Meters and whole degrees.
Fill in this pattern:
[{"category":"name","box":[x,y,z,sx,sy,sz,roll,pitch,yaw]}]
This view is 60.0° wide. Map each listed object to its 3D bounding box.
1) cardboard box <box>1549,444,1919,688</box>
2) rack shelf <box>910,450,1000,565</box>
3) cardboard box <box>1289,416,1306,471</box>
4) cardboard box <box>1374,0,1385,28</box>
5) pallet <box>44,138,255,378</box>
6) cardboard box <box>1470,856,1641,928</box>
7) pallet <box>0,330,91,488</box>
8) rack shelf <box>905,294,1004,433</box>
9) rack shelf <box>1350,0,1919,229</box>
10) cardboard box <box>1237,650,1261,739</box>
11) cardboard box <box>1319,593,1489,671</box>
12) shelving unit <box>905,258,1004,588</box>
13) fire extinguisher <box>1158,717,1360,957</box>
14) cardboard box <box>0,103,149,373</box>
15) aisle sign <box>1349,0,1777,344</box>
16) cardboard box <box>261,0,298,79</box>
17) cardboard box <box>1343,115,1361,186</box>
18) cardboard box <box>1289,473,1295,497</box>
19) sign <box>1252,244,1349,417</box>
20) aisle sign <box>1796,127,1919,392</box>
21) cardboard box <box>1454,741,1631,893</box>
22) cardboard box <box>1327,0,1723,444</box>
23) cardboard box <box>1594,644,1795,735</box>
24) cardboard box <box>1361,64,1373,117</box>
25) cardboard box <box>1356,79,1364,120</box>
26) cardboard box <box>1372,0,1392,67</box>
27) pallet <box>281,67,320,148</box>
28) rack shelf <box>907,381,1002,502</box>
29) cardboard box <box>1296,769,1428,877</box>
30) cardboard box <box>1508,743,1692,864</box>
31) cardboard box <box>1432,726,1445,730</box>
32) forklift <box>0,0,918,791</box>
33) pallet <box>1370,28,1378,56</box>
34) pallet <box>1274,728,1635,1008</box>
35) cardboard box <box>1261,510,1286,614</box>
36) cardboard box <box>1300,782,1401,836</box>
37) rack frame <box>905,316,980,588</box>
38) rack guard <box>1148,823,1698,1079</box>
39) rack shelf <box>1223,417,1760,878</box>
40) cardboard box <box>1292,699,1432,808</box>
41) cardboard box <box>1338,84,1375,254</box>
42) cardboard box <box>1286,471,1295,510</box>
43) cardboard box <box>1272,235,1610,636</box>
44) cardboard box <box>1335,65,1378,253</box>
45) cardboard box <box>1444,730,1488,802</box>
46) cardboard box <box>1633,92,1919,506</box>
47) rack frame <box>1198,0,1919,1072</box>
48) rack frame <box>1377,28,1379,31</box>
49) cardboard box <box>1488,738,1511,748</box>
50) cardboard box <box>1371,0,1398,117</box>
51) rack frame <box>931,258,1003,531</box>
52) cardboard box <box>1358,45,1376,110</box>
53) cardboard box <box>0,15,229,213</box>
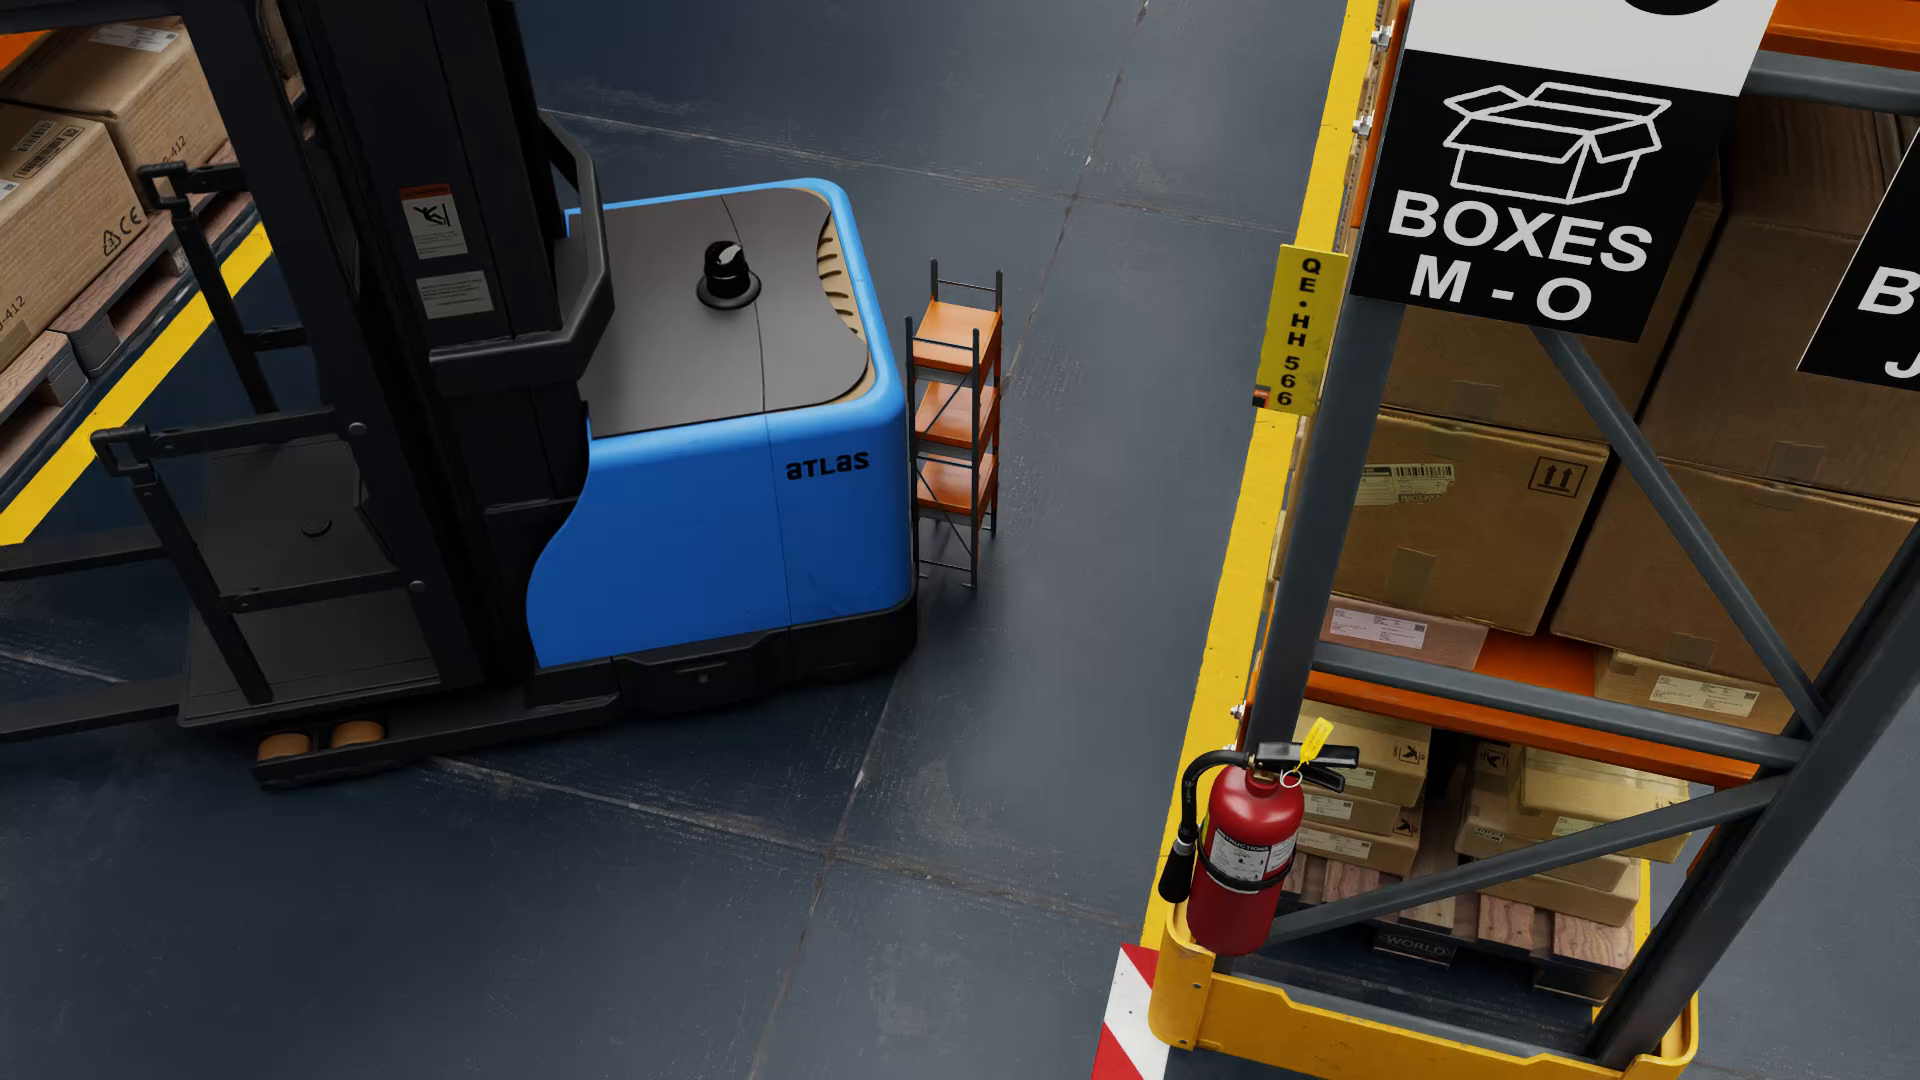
[{"category":"cardboard box","box":[1.432,-0.104,3.076,0.500,0.500,0.500,14,50,12]},{"category":"rack shelf","box":[-0.014,-0.118,5.039,0.215,0.259,0.240,12,50,10]},{"category":"cardboard box","box":[1.156,-0.291,4.731,0.380,0.149,0.250,13,50,11]},{"category":"cardboard box","box":[1.436,-1.702,4.487,0.500,0.500,0.500,11,49,9]},{"category":"pallet","box":[-3.297,-1.157,6.130,1.003,0.211,1.213,12,50,10]},{"category":"cardboard box","box":[1.494,0.786,4.177,0.380,0.149,0.250,12,50,11]},{"category":"pallet","box":[-3.620,-0.277,5.354,1.003,0.211,1.213,12,50,10]},{"category":"rack shelf","box":[-0.014,-0.489,4.617,0.215,0.259,0.240,12,50,10]},{"category":"rack shelf","box":[1.574,-1.904,3.409,1.077,0.370,4.000,12,50,10]},{"category":"cardboard box","box":[0.955,0.474,4.452,0.380,0.149,0.250,13,50,11]},{"category":"cardboard box","box":[0.860,0.089,3.338,0.380,0.149,0.250,12,50,10]},{"category":"shelving unit","box":[-0.014,-0.309,4.822,0.215,1.050,0.252,12,50,10]},{"category":"fire extinguisher","box":[0.536,0.538,3.075,0.296,0.674,0.183,12,50,10]},{"category":"cardboard box","box":[-3.445,-1.058,5.612,0.875,0.438,0.875,13,50,11]},{"category":"aisle sign","box":[0.739,-0.569,2.018,0.394,0.787,0.004,12,50,10]},{"category":"cardboard box","box":[-2.971,-2.358,6.759,0.875,0.438,0.875,11,49,9]},{"category":"cardboard box","box":[1.624,-1.399,6.105,0.380,0.149,0.250,13,50,11]},{"category":"cardboard box","box":[1.170,-0.188,4.838,0.380,0.149,0.250,12,50,11]},{"category":"sign","box":[0.517,-0.314,2.544,0.100,0.325,0.005,12,50,10]},{"category":"aisle sign","box":[1.317,-0.451,1.913,0.394,0.787,0.004,12,50,10]},{"category":"cardboard box","box":[1.433,0.675,4.076,0.380,0.149,0.250,13,50,12]},{"category":"cardboard box","box":[0.928,-0.545,2.798,0.500,0.500,0.500,11,49,9]},{"category":"cardboard box","box":[1.449,0.211,3.231,0.380,0.149,0.250,11,50,10]},{"category":"cardboard box","box":[1.323,-1.309,4.139,0.500,0.500,0.500,14,50,12]},{"category":"cardboard box","box":[1.694,-1.591,6.275,0.380,0.149,0.250,10,49,8]},{"category":"cardboard box","box":[1.189,-1.289,3.455,0.500,0.500,0.500,14,50,12]},{"category":"pallet","box":[-2.978,-2.042,6.912,1.003,0.211,1.213,12,50,10]},{"category":"rack shelf","box":[-0.014,-0.302,4.830,0.215,0.259,0.240,12,50,10]},{"category":"cardboard box","box":[0.985,0.680,4.271,0.380,0.149,0.250,12,50,11]},{"category":"cardboard box","box":[1.513,0.593,3.950,0.380,0.149,0.250,10,49,8]},{"category":"cardboard box","box":[1.064,0.302,4.208,0.380,0.149,0.250,12,50,11]},{"category":"forklift","box":[-1.695,-0.716,3.927,3.031,2.935,1.130,-9,49,-8]},{"category":"pallet","box":[2.304,-2.237,7.083,1.003,0.211,1.213,12,50,10]},{"category":"pallet","box":[1.315,0.585,4.593,1.003,0.211,1.213,12,50,10]},{"category":"cardboard box","box":[1.009,0.089,4.395,0.380,0.149,0.250,11,49,9]},{"category":"cardboard box","box":[0.911,0.565,4.173,0.380,0.149,0.250,10,49,9]},{"category":"rack frame","box":[-0.046,-0.220,4.744,0.200,1.050,0.008,12,50,10]},{"category":"rack guard","box":[1.067,1.070,3.973,1.175,0.500,0.348,12,50,10]},{"category":"rack shelf","box":[1.574,-0.911,4.533,1.077,0.370,4.000,12,50,10]},{"category":"cardboard box","box":[0.942,0.472,4.057,0.380,0.149,0.250,12,50,10]},{"category":"cardboard box","box":[1.058,-0.581,3.497,0.500,0.500,0.500,11,49,9]},{"category":"cardboard box","box":[1.166,-0.078,4.940,0.380,0.149,0.250,10,49,8]},{"category":"cardboard box","box":[0.917,-0.210,3.169,0.500,0.500,0.500,12,50,11]},{"category":"cardboard box","box":[1.182,-0.950,3.823,0.500,0.500,0.500,12,50,10]},{"category":"cardboard box","box":[1.484,0.581,4.358,0.380,0.149,0.250,11,50,10]},{"category":"cardboard box","box":[1.422,-0.437,2.703,0.500,0.500,0.500,11,50,10]},{"category":"rack frame","box":[1.047,0.297,2.987,1.000,3.000,0.127,12,50,10]},{"category":"rack frame","box":[2.100,-2.596,5.540,1.000,3.000,0.127,12,50,10]},{"category":"cardboard box","box":[1.559,0.488,4.241,0.380,0.149,0.250,11,50,10]},{"category":"cardboard box","box":[1.061,-0.912,3.122,0.500,0.500,0.500,10,49,9]},{"category":"rack frame","box":[0.018,-0.397,4.900,0.200,1.050,0.008,12,50,10]},{"category":"cardboard box","box":[1.696,-1.691,6.165,0.380,0.149,0.250,14,50,12]},{"category":"cardboard box","box":[-3.206,-1.710,6.187,0.875,0.438,0.875,10,49,9]}]
